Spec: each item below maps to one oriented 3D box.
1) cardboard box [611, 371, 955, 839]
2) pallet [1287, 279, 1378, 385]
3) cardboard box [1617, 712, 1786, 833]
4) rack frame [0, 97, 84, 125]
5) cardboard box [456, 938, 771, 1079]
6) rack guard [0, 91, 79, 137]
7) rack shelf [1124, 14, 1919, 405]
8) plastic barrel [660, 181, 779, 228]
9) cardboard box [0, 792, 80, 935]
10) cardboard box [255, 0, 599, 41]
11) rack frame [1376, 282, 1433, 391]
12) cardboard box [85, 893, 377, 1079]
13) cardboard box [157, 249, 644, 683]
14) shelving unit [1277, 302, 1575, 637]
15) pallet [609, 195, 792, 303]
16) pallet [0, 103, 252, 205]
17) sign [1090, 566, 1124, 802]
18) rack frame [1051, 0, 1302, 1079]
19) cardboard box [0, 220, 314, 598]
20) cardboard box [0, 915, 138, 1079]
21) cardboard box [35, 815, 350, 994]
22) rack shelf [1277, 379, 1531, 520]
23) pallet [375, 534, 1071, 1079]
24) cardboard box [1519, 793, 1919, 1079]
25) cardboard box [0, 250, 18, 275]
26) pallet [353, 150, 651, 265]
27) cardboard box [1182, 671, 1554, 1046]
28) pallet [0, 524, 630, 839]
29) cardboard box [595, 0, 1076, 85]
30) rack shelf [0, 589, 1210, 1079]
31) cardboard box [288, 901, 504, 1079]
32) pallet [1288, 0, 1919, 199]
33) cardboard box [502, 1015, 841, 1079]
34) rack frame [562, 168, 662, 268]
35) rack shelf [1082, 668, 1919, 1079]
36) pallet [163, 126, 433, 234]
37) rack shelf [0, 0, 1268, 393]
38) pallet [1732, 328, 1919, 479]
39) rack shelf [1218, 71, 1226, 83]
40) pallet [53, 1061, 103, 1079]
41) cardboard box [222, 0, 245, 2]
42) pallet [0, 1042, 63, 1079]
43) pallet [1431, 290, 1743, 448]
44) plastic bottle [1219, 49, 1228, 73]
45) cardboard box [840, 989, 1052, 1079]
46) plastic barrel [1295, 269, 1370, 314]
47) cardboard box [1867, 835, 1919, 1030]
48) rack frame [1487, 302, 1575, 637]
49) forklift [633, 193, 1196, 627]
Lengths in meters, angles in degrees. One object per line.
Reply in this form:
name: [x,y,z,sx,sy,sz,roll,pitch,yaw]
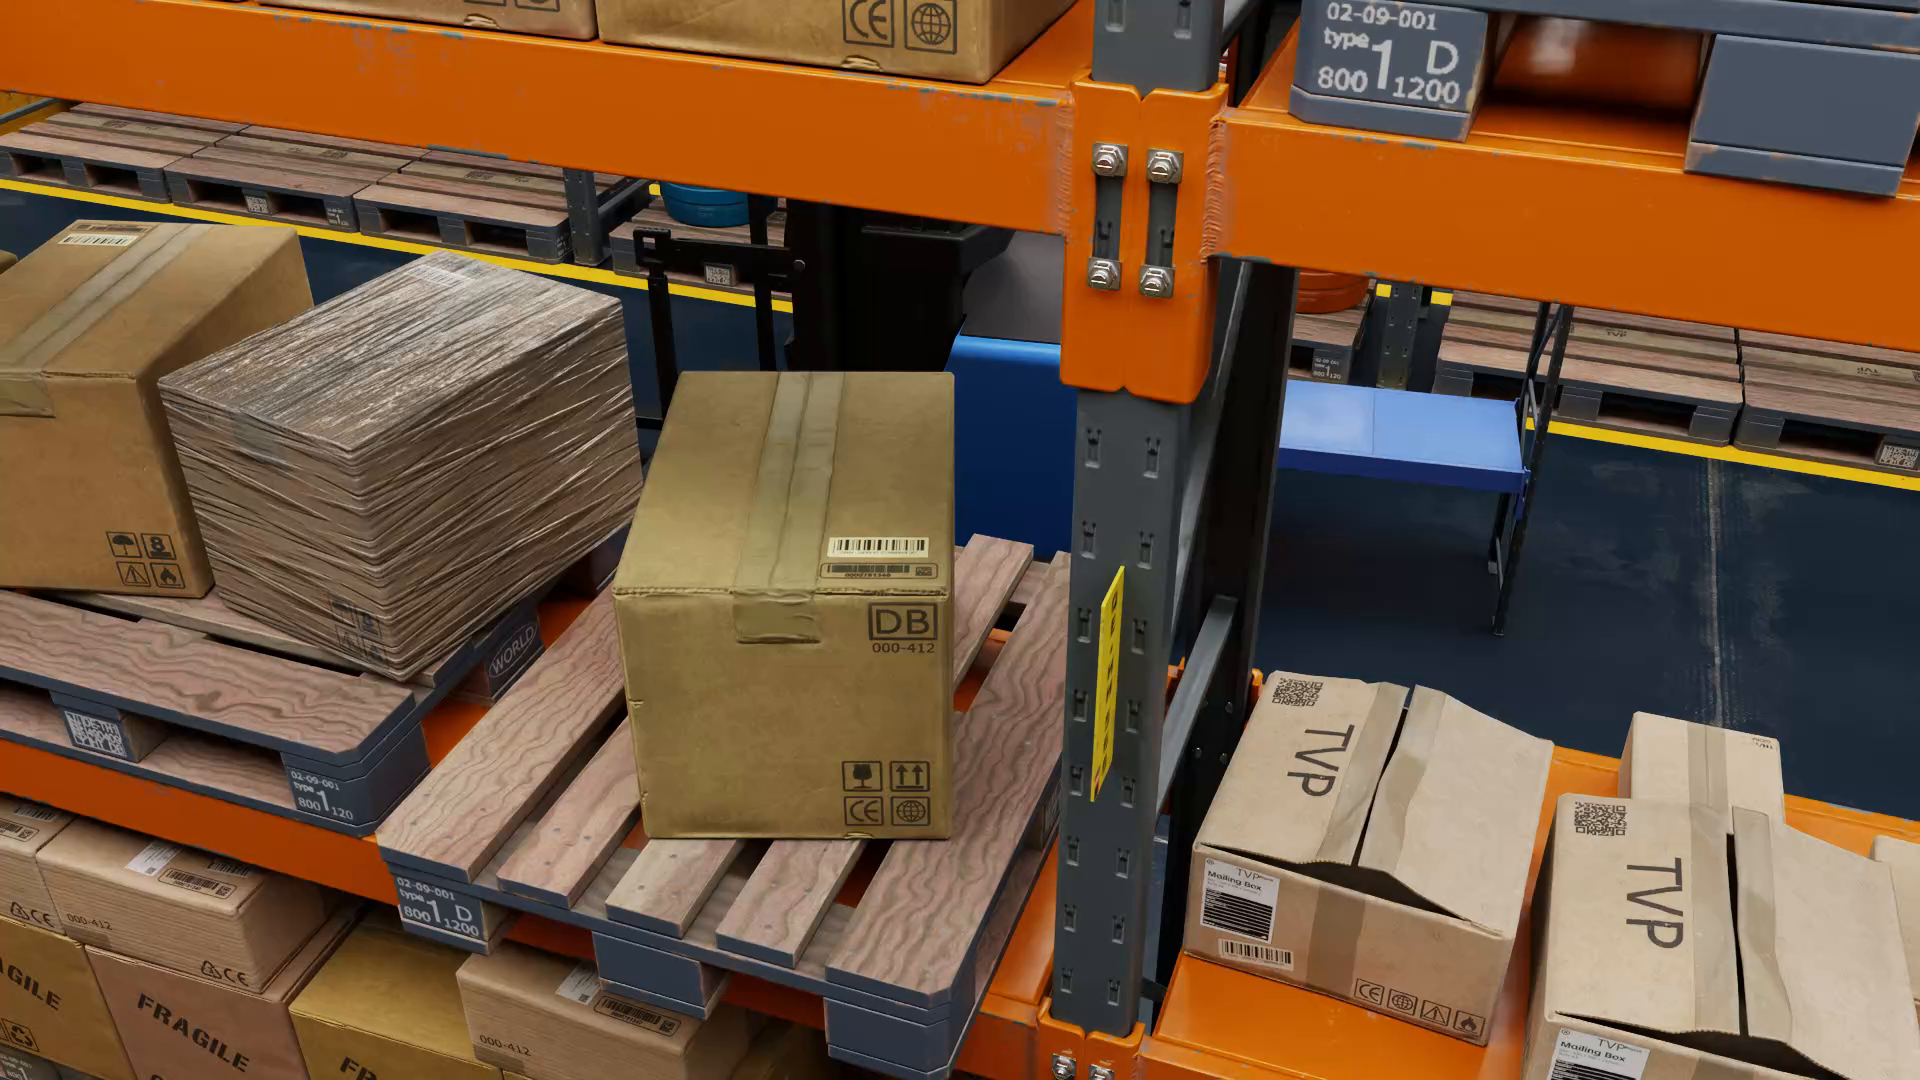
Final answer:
cardboard box: [-0.262,0.091,2.865,0.500,0.500,0.700,0,33,0]
pallet: [1.287,-1.113,7.780,1.213,0.211,1.003,11,34,16]
cardboard box: [1.309,0.496,2.948,0.250,0.149,0.380,11,34,16]
rack frame: [-5.487,-3.626,9.100,0.127,3.000,1.000,11,34,16]
cardboard box: [-0.645,0.858,3.364,0.500,0.250,0.500,12,35,18]
rack guard: [-5.514,-2.573,9.775,0.348,0.500,1.175,11,34,16]
rack shelf: [2.252,-0.225,1.731,4.000,0.370,1.077,11,34,16]
plastic barrel: [-1.216,-2.080,8.254,0.708,0.901,0.600,11,34,16]
cardboard box: [-2.082,0.581,3.792,0.500,0.250,0.500,11,34,17]
cardboard box: [-0.533,-1.091,2.317,0.500,0.500,0.910,11,34,16]
rack frame: [2.044,-2.162,6.833,0.127,3.000,1.000,11,34,16]
cardboard box: [-1.574,0.993,3.845,0.500,0.500,0.500,10,34,15]
cardboard box: [-1.058,-0.174,3.275,0.500,0.500,0.700,18,37,25]
shelving unit: [1.413,-0.490,5.626,1.048,1.500,0.538,7,33,10]
pallet: [-1.010,-1.560,8.471,1.213,0.211,1.003,11,34,16]
pallet: [-4.724,-2.284,9.592,1.213,0.211,1.003,11,34,16]
sign: [0.195,0.192,2.192,0.005,0.325,0.100,11,34,16]
rack frame: [0.368,0.368,2.914,0.053,2.616,0.949,11,34,16]
cardboard box: [-1.713,-0.292,3.457,0.500,0.500,0.700,3,33,4]
cardboard box: [-2.050,0.900,3.989,0.500,0.500,0.500,11,35,17]
cardboard box: [-1.610,0.673,3.651,0.500,0.250,0.500,10,34,16]
rack shelf: [1.413,-0.338,5.723,1.000,0.185,0.538,7,33,10]
pallet: [-0.293,0.359,3.105,1.003,0.211,1.213,11,34,16]
cardboard box: [1.146,0.667,2.534,0.500,0.311,0.500,11,34,16]
cardboard box: [-2.357,-0.289,3.453,0.500,0.500,0.700,17,36,24]
pallet: [-2.427,-1.837,8.901,1.213,0.211,1.003,11,34,16]
cardboard box: [0.697,0.493,2.803,0.500,0.311,0.500,13,35,19]
pallet: [-1.463,0.094,3.516,1.213,0.211,1.003,11,34,16]
cardboard box: [-0.053,-0.998,2.173,0.500,0.500,0.910,11,34,16]
rack shelf: [-1.514,0.303,3.679,4.000,0.370,1.077,11,34,16]
cardboard box: [-1.078,1.086,3.702,0.500,0.500,0.500,10,34,15]
pallet: [1.038,-0.736,2.033,1.003,0.211,1.213,13,35,19]
cardboard box: [-0.591,1.181,3.555,0.500,0.500,0.500,12,35,18]
rack frame: [-1.722,-2.894,7.967,0.127,3.000,1.000,11,34,16]
rack shelf: [2.252,1.035,2.545,4.000,0.370,1.077,11,34,16]
pallet: [-3.580,-2.059,9.245,1.213,0.211,1.003,11,34,16]
rack shelf: [-1.514,-0.957,2.865,4.000,0.370,1.077,11,34,16]
pallet: [3.904,-0.605,6.992,1.213,0.211,1.003,11,34,16]
rack shelf: [0.161,-2.226,7.595,4.000,0.370,1.077,11,34,16]
pallet: [-1.466,1.158,4.262,1.213,0.211,1.003,11,34,16]
cardboard box: [-1.023,-1.187,2.465,0.500,0.500,0.910,11,34,16]
pallet: [-2.618,0.936,4.606,1.213,0.211,1.003,11,34,16]
pallet: [2.760,-0.829,7.339,1.213,0.211,1.003,11,34,16]
plastic bottle: [1.107,-2.025,6.804,0.097,0.201,0.097,0,33,0]
cardboard box: [0.037,1.003,3.830,0.500,0.500,0.500,12,35,18]
plastic barrel: [1.577,-1.507,7.433,0.708,0.830,0.600,11,34,16]
cardboard box: [1.588,0.677,2.668,0.250,0.149,0.380,14,35,20]
rack frame: [1.910,-0.430,5.533,0.032,1.500,0.500,7,33,10]
forklift: [-0.611,-1.304,5.568,3.031,2.935,1.130,7,33,10]
